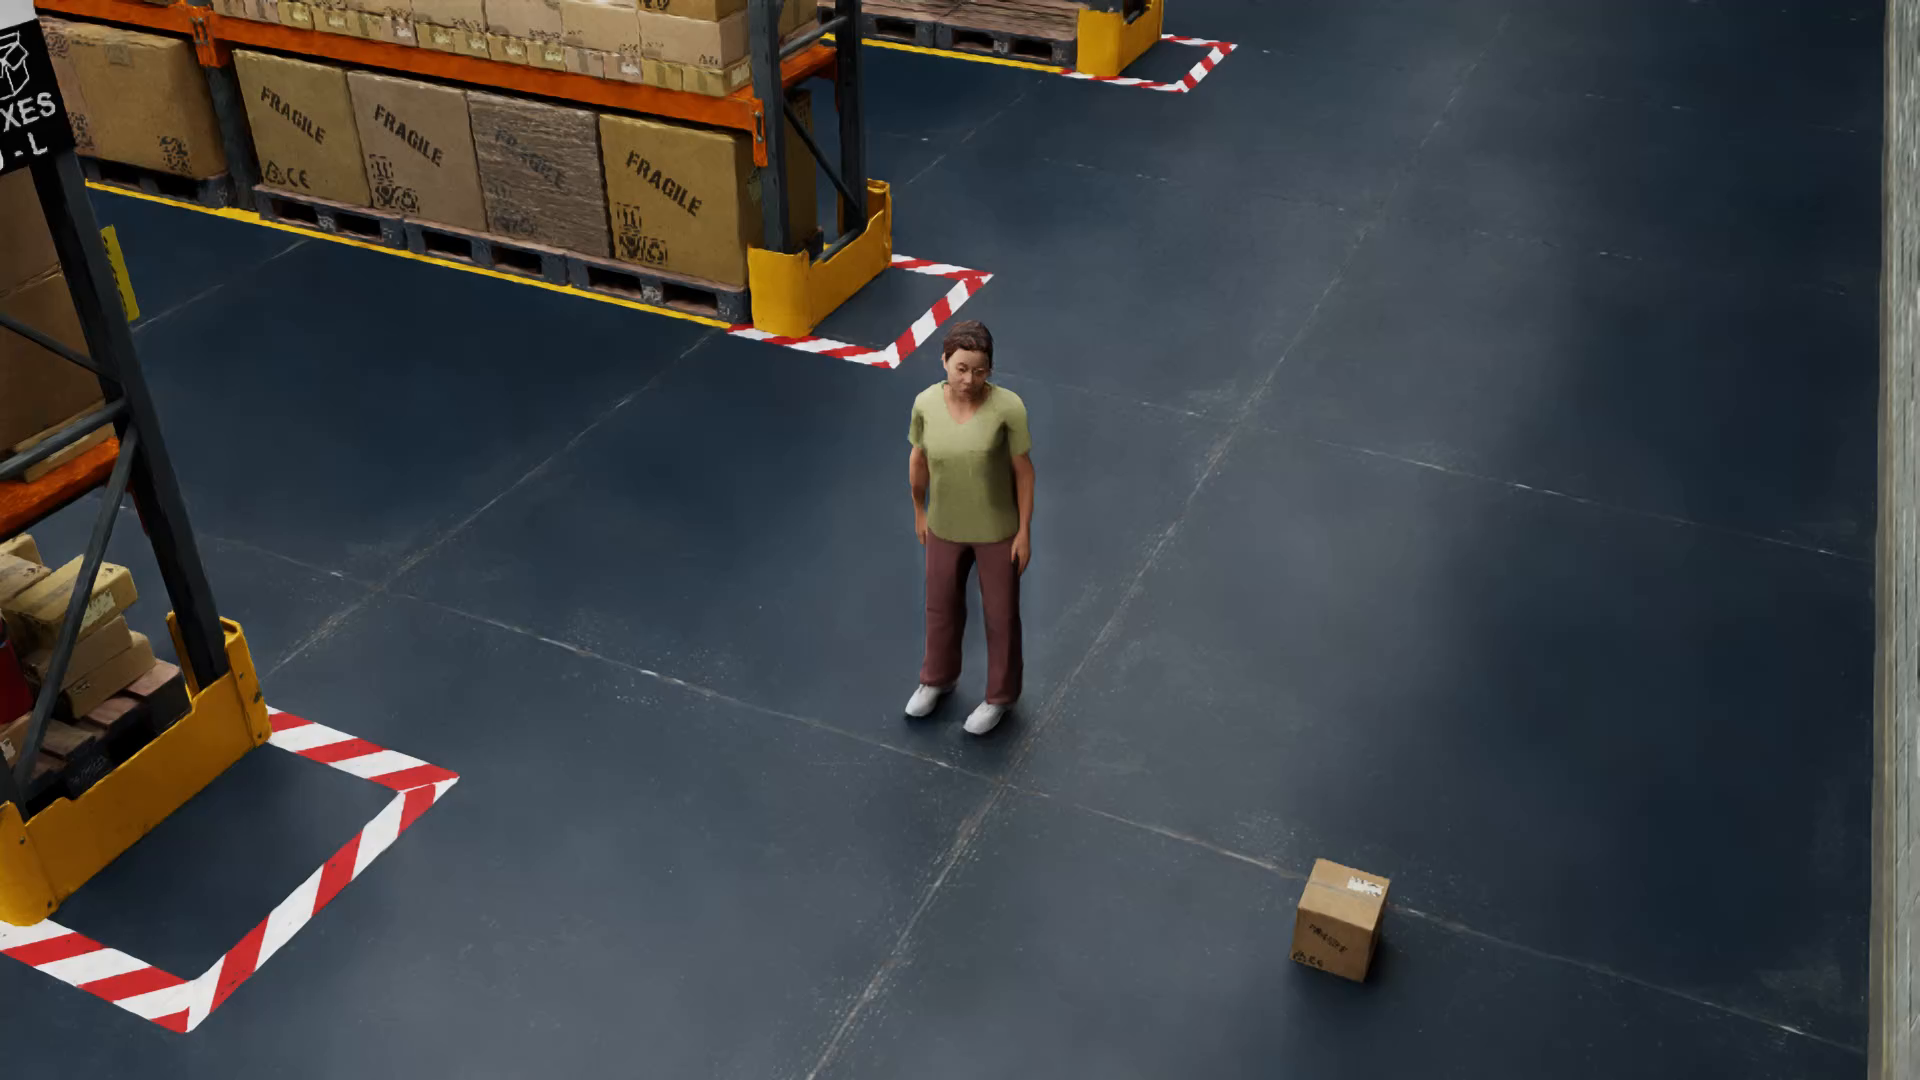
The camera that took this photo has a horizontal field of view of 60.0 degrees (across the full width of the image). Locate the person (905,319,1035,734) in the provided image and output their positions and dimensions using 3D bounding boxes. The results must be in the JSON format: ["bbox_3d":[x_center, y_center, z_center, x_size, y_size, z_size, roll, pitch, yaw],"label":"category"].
[{"bbox_3d":[0.034,-0.030,6.150,0.494,1.677,0.371,9,35,13],"label":"person"}]
